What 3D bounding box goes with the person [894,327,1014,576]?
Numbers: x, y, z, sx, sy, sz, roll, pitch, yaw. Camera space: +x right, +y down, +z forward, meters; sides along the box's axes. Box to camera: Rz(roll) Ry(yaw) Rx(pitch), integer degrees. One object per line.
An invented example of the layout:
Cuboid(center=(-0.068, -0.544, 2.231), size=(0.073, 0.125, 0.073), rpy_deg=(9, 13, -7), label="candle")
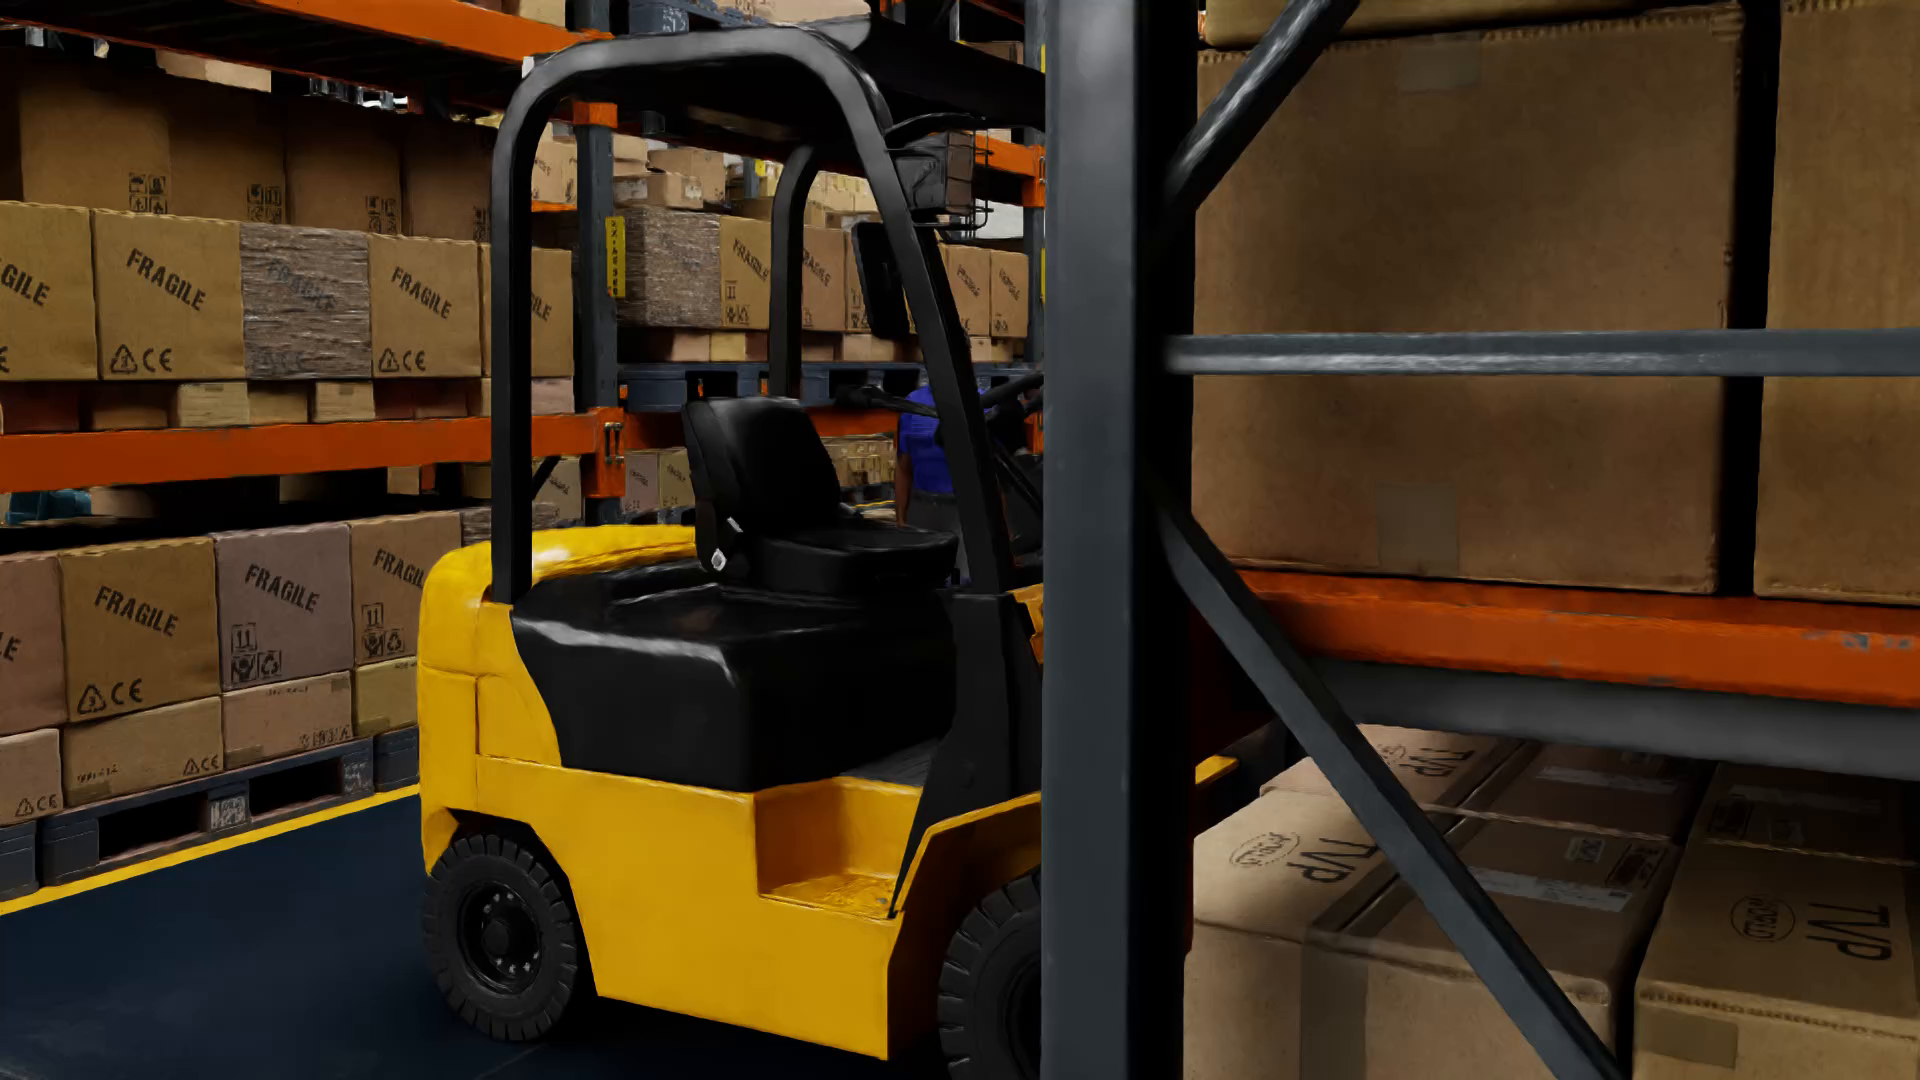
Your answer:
Cuboid(center=(-0.029, -0.053, 6.766), size=(0.490, 1.652, 0.403), rpy_deg=(2, 6, 16), label="person")
